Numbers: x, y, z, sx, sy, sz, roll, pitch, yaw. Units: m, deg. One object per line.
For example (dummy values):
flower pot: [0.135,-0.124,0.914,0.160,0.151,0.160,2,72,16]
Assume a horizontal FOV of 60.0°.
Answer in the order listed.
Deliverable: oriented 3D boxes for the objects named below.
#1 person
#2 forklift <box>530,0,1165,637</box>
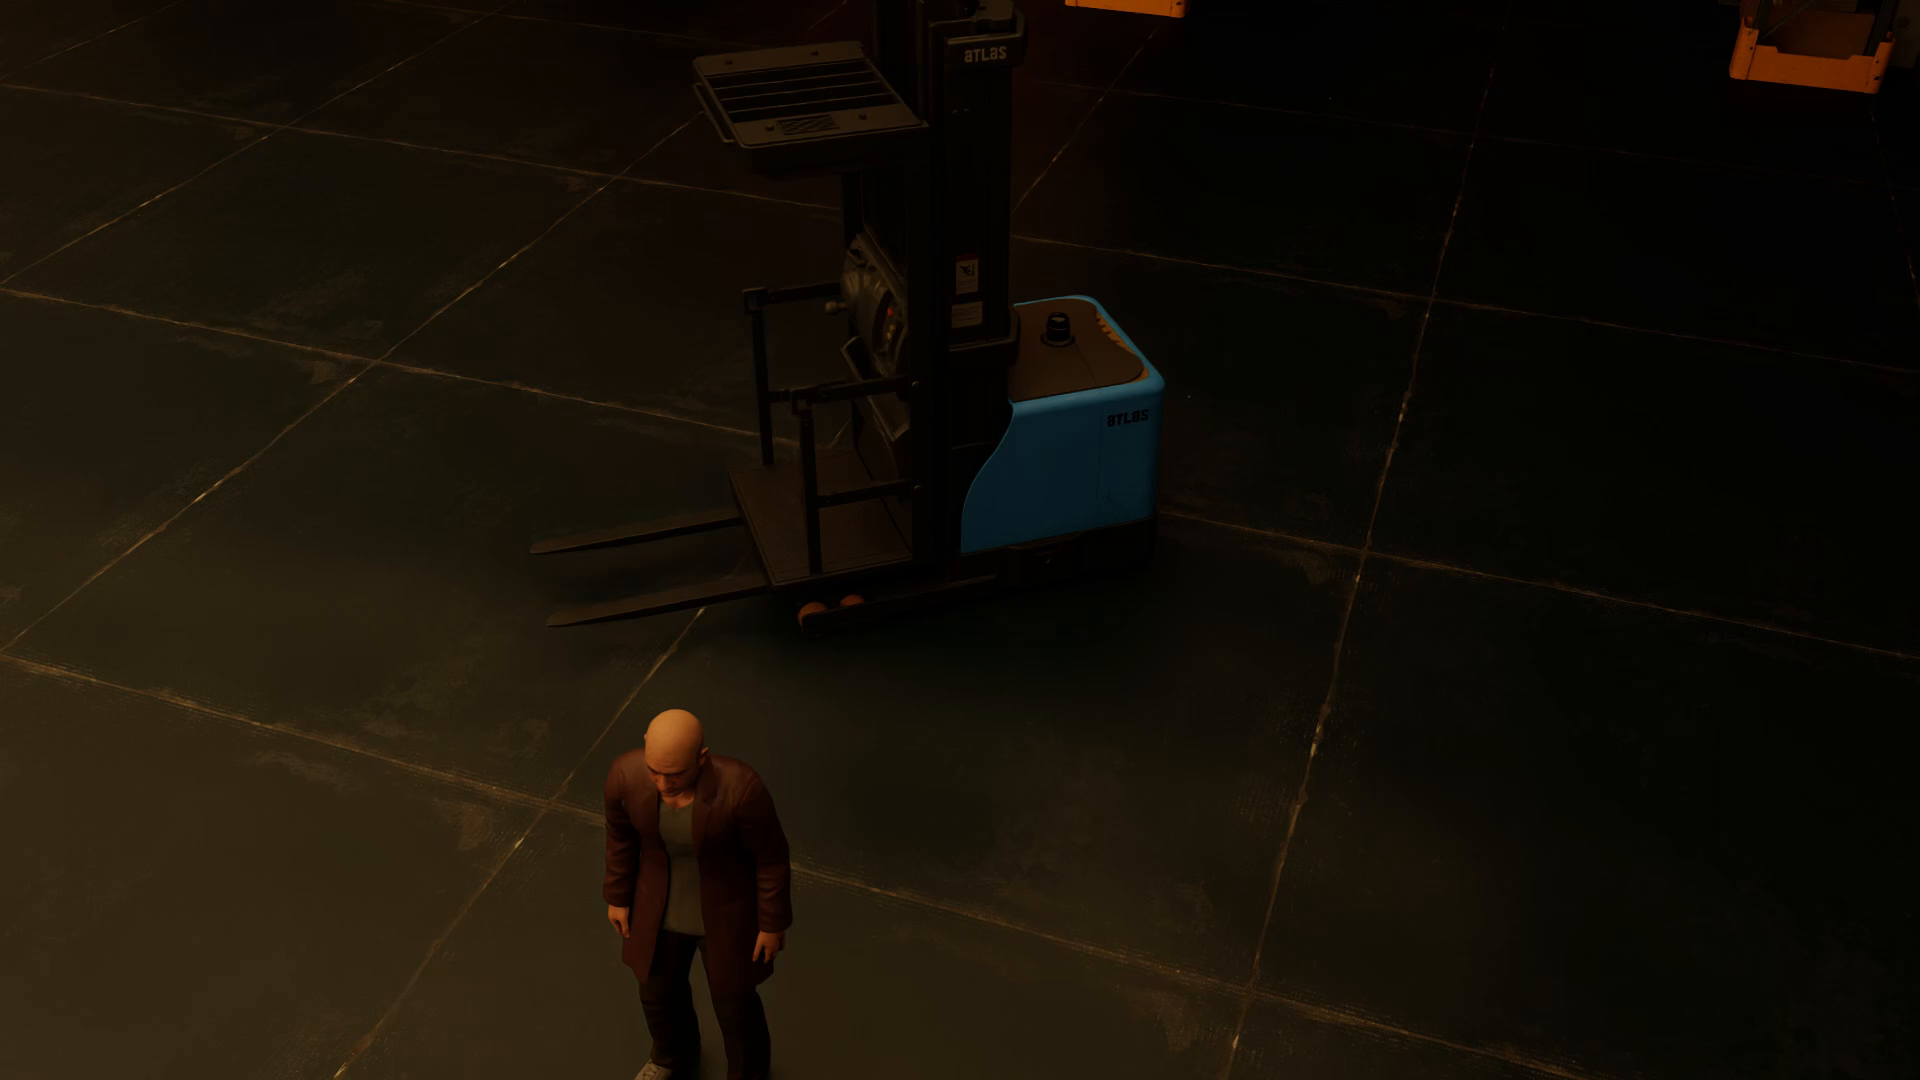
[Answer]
person: [-0.856,1.212,5.404,0.642,1.772,0.435,8,36,11]
forklift: [-0.584,-1.074,7.625,3.031,2.935,1.130,-11,37,-15]
